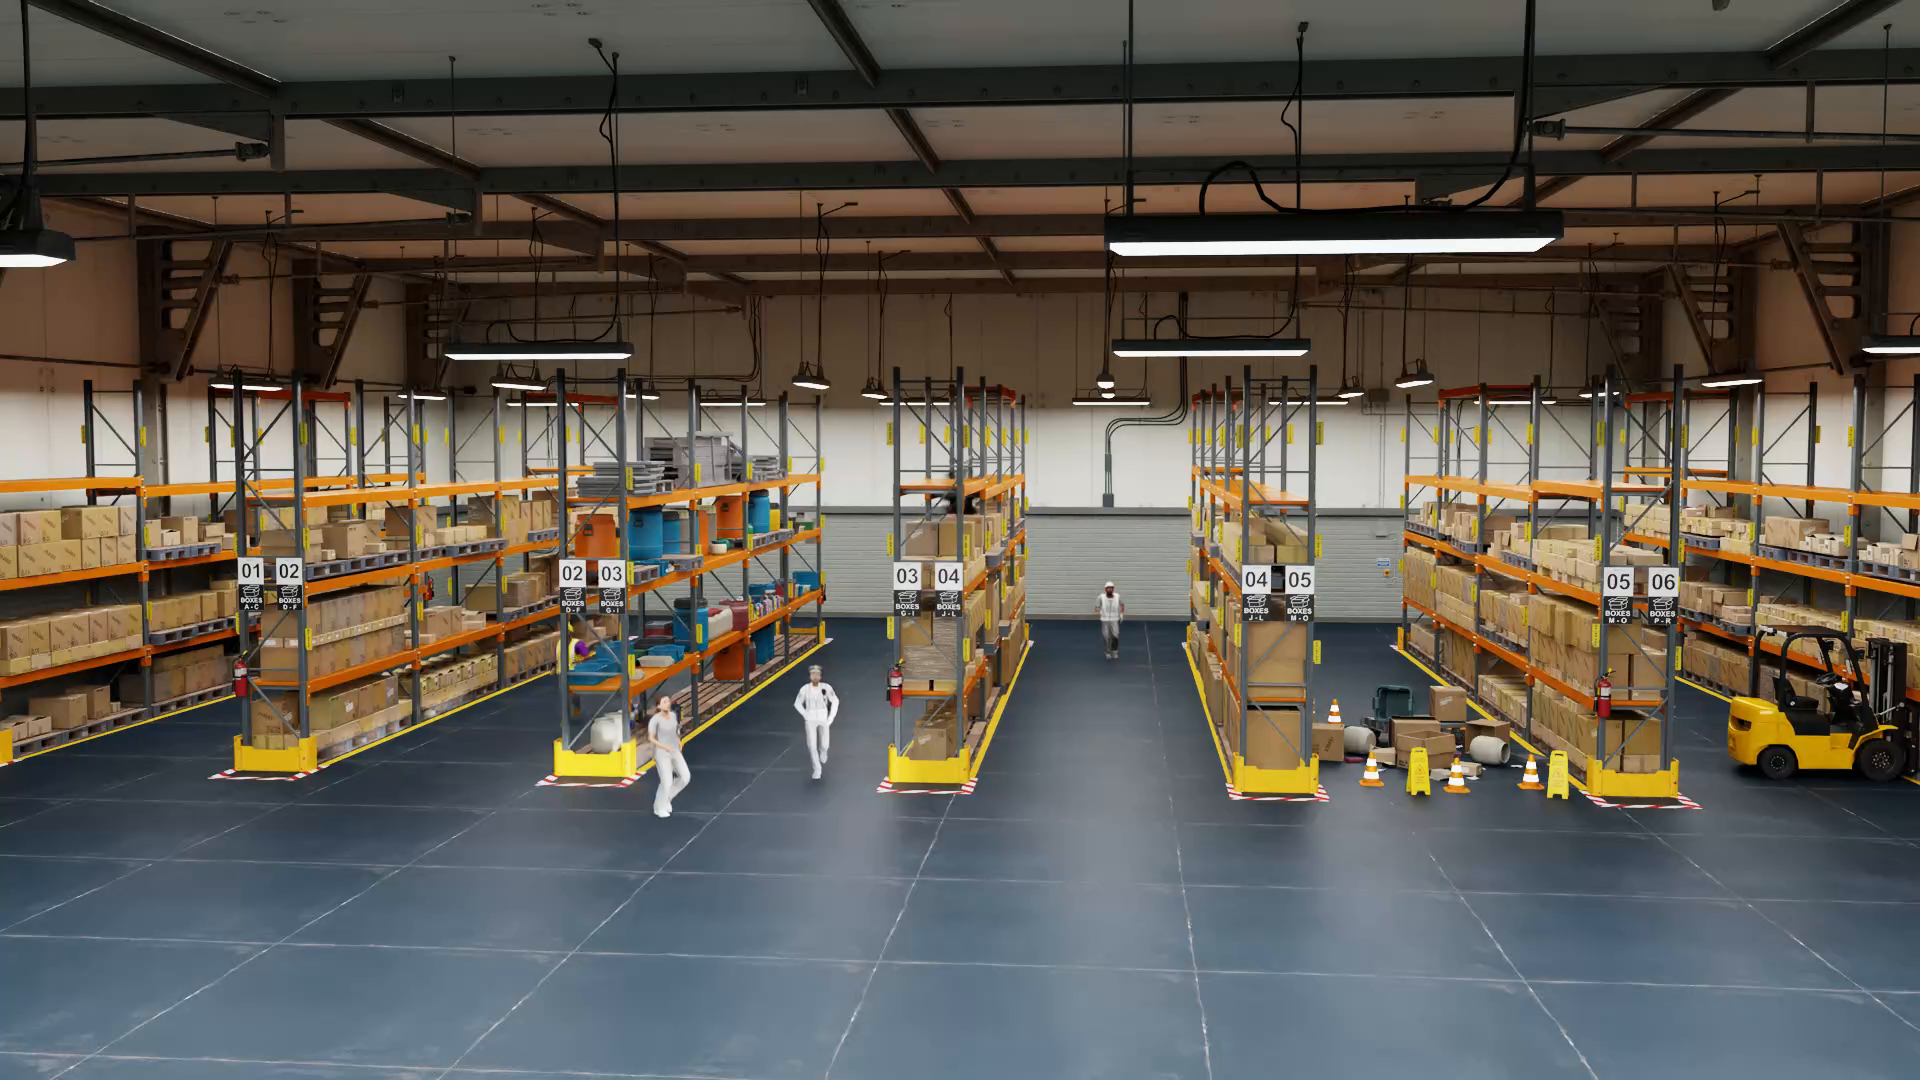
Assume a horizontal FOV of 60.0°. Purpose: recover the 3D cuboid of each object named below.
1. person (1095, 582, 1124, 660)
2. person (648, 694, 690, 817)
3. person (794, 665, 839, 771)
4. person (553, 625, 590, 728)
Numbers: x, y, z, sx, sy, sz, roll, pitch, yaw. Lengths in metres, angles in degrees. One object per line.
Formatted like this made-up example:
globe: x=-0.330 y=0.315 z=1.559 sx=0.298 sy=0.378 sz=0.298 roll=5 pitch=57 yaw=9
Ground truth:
person: x=3.341 y=1.816 z=37.119 sx=0.674 sy=1.761 sz=0.643 roll=0 pitch=4 yaw=2
person: x=-3.828 y=2.829 z=21.853 sx=0.547 sy=1.627 sz=0.571 roll=3 pitch=5 yaw=41
person: x=-2.111 y=2.622 z=24.502 sx=0.656 sy=1.578 sz=0.494 roll=0 pitch=4 yaw=-6
person: x=-6.775 y=2.334 z=28.914 sx=0.689 sy=1.767 sz=0.852 roll=0 pitch=4 yaw=7
